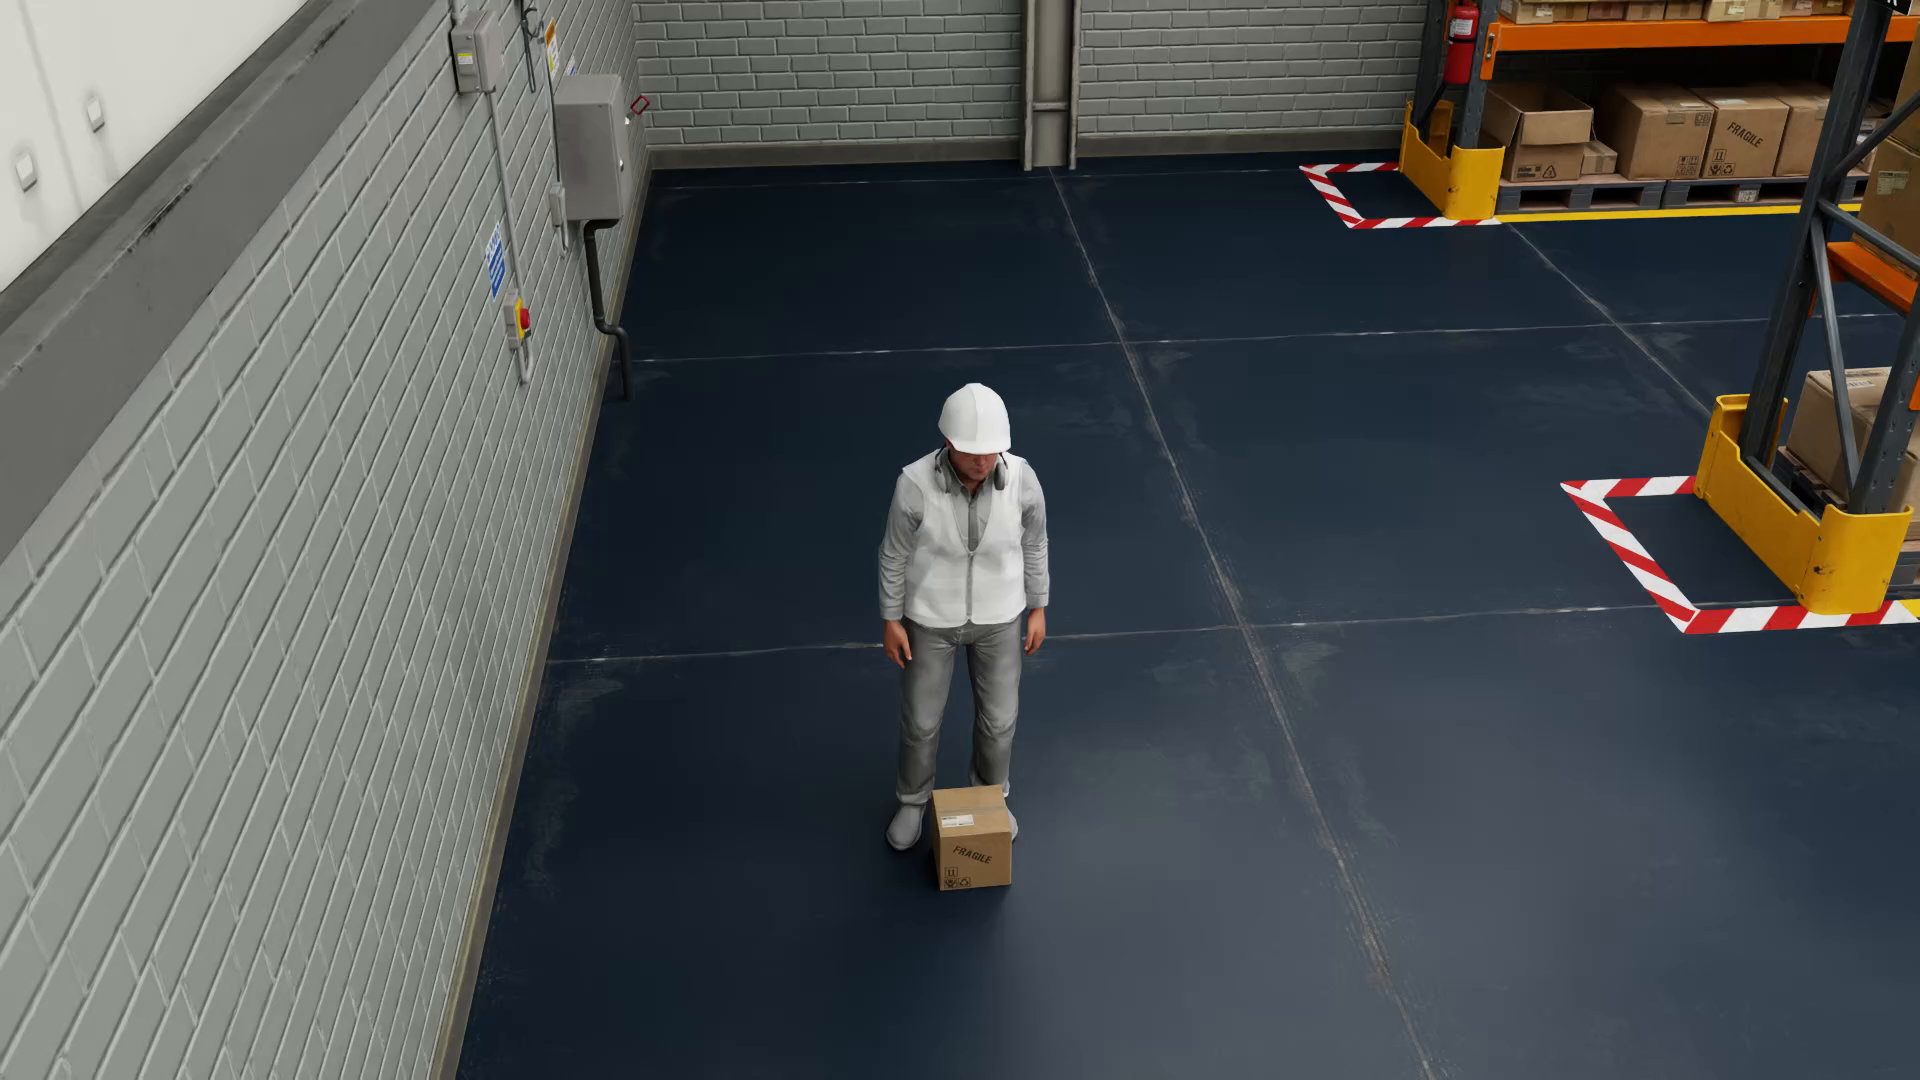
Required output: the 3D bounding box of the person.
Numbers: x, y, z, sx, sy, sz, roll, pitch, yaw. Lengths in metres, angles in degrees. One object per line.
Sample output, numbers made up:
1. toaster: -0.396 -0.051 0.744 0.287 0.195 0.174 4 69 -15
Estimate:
1. person: 0.014 0.259 5.675 0.594 1.771 0.462 -5 31 -8
